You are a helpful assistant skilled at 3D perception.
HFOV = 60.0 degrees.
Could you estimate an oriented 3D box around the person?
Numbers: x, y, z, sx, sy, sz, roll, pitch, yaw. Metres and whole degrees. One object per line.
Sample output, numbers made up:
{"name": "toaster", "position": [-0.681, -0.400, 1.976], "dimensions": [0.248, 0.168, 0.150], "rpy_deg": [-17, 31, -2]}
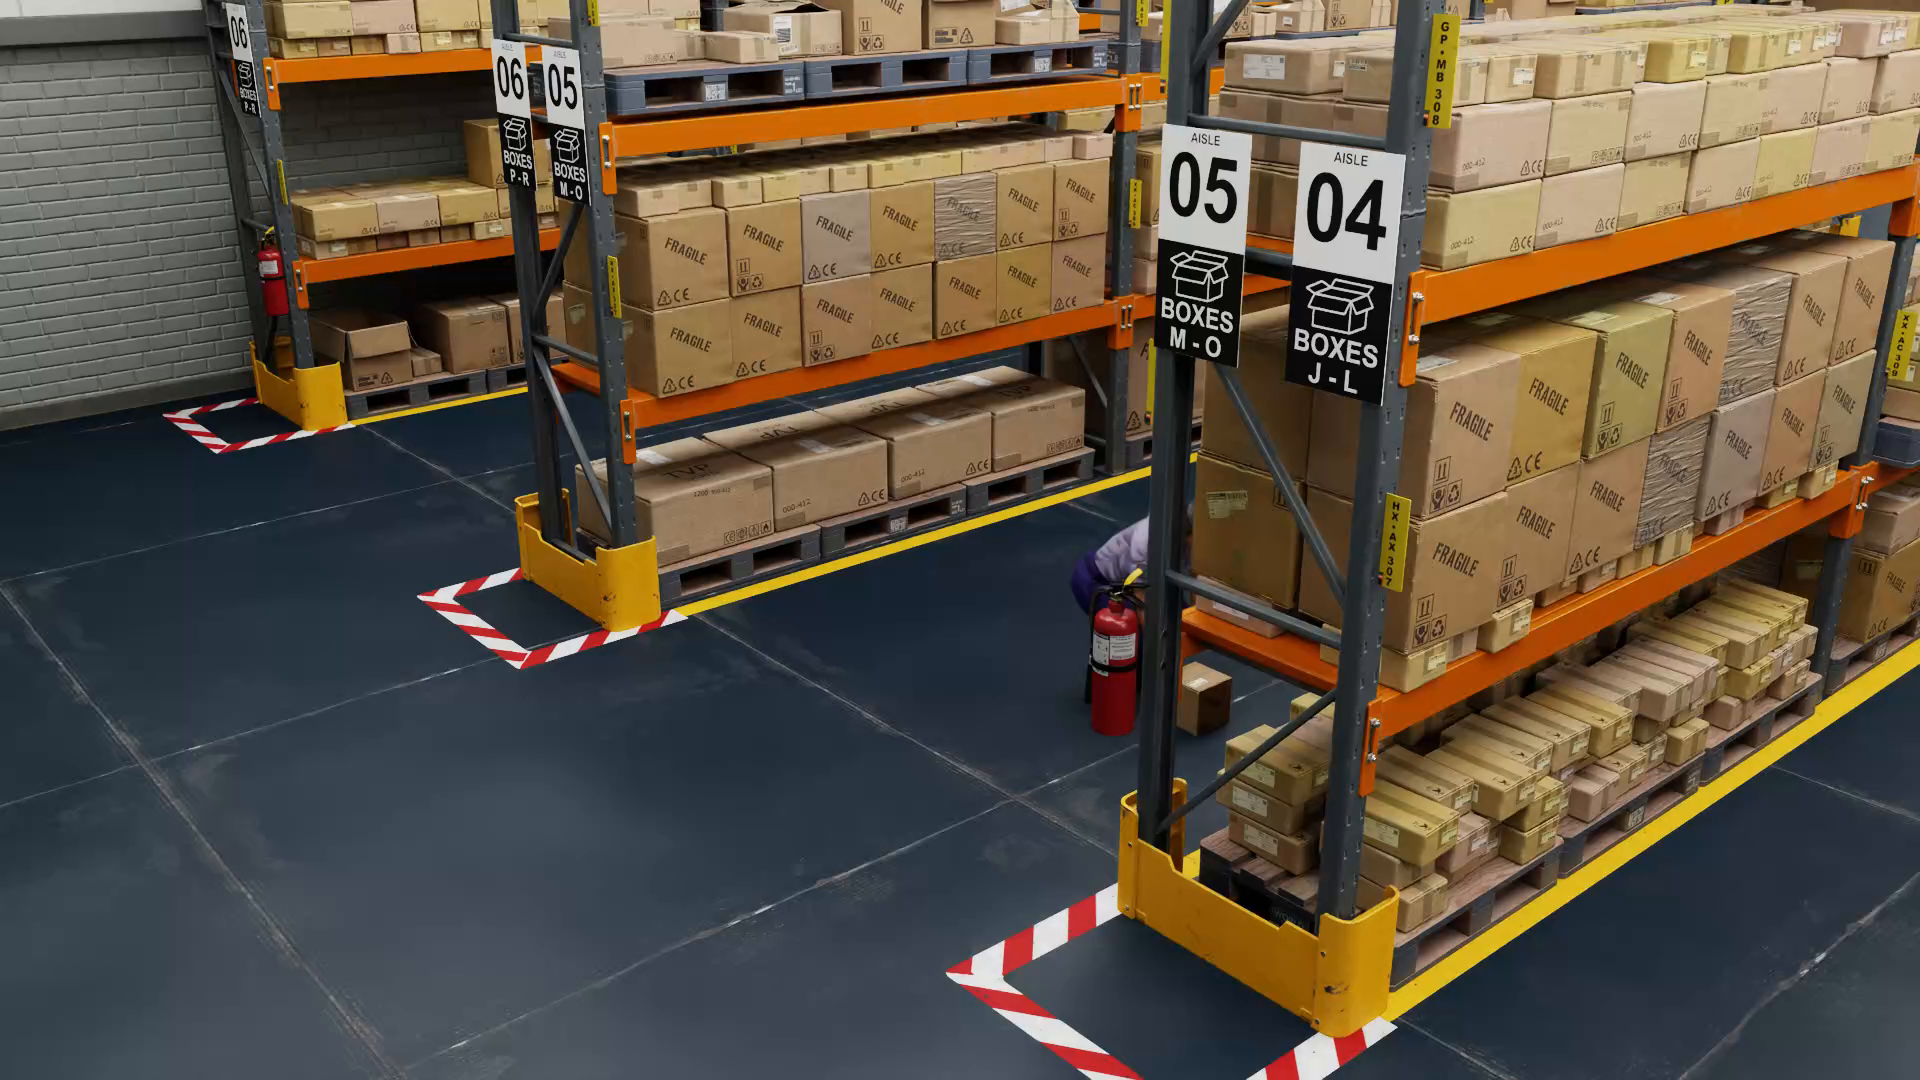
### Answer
{"name": "person", "position": [0.958, 0.283, 8.582], "dimensions": [0.539, 1.141, 0.762], "rpy_deg": [-17, 27, -37]}
